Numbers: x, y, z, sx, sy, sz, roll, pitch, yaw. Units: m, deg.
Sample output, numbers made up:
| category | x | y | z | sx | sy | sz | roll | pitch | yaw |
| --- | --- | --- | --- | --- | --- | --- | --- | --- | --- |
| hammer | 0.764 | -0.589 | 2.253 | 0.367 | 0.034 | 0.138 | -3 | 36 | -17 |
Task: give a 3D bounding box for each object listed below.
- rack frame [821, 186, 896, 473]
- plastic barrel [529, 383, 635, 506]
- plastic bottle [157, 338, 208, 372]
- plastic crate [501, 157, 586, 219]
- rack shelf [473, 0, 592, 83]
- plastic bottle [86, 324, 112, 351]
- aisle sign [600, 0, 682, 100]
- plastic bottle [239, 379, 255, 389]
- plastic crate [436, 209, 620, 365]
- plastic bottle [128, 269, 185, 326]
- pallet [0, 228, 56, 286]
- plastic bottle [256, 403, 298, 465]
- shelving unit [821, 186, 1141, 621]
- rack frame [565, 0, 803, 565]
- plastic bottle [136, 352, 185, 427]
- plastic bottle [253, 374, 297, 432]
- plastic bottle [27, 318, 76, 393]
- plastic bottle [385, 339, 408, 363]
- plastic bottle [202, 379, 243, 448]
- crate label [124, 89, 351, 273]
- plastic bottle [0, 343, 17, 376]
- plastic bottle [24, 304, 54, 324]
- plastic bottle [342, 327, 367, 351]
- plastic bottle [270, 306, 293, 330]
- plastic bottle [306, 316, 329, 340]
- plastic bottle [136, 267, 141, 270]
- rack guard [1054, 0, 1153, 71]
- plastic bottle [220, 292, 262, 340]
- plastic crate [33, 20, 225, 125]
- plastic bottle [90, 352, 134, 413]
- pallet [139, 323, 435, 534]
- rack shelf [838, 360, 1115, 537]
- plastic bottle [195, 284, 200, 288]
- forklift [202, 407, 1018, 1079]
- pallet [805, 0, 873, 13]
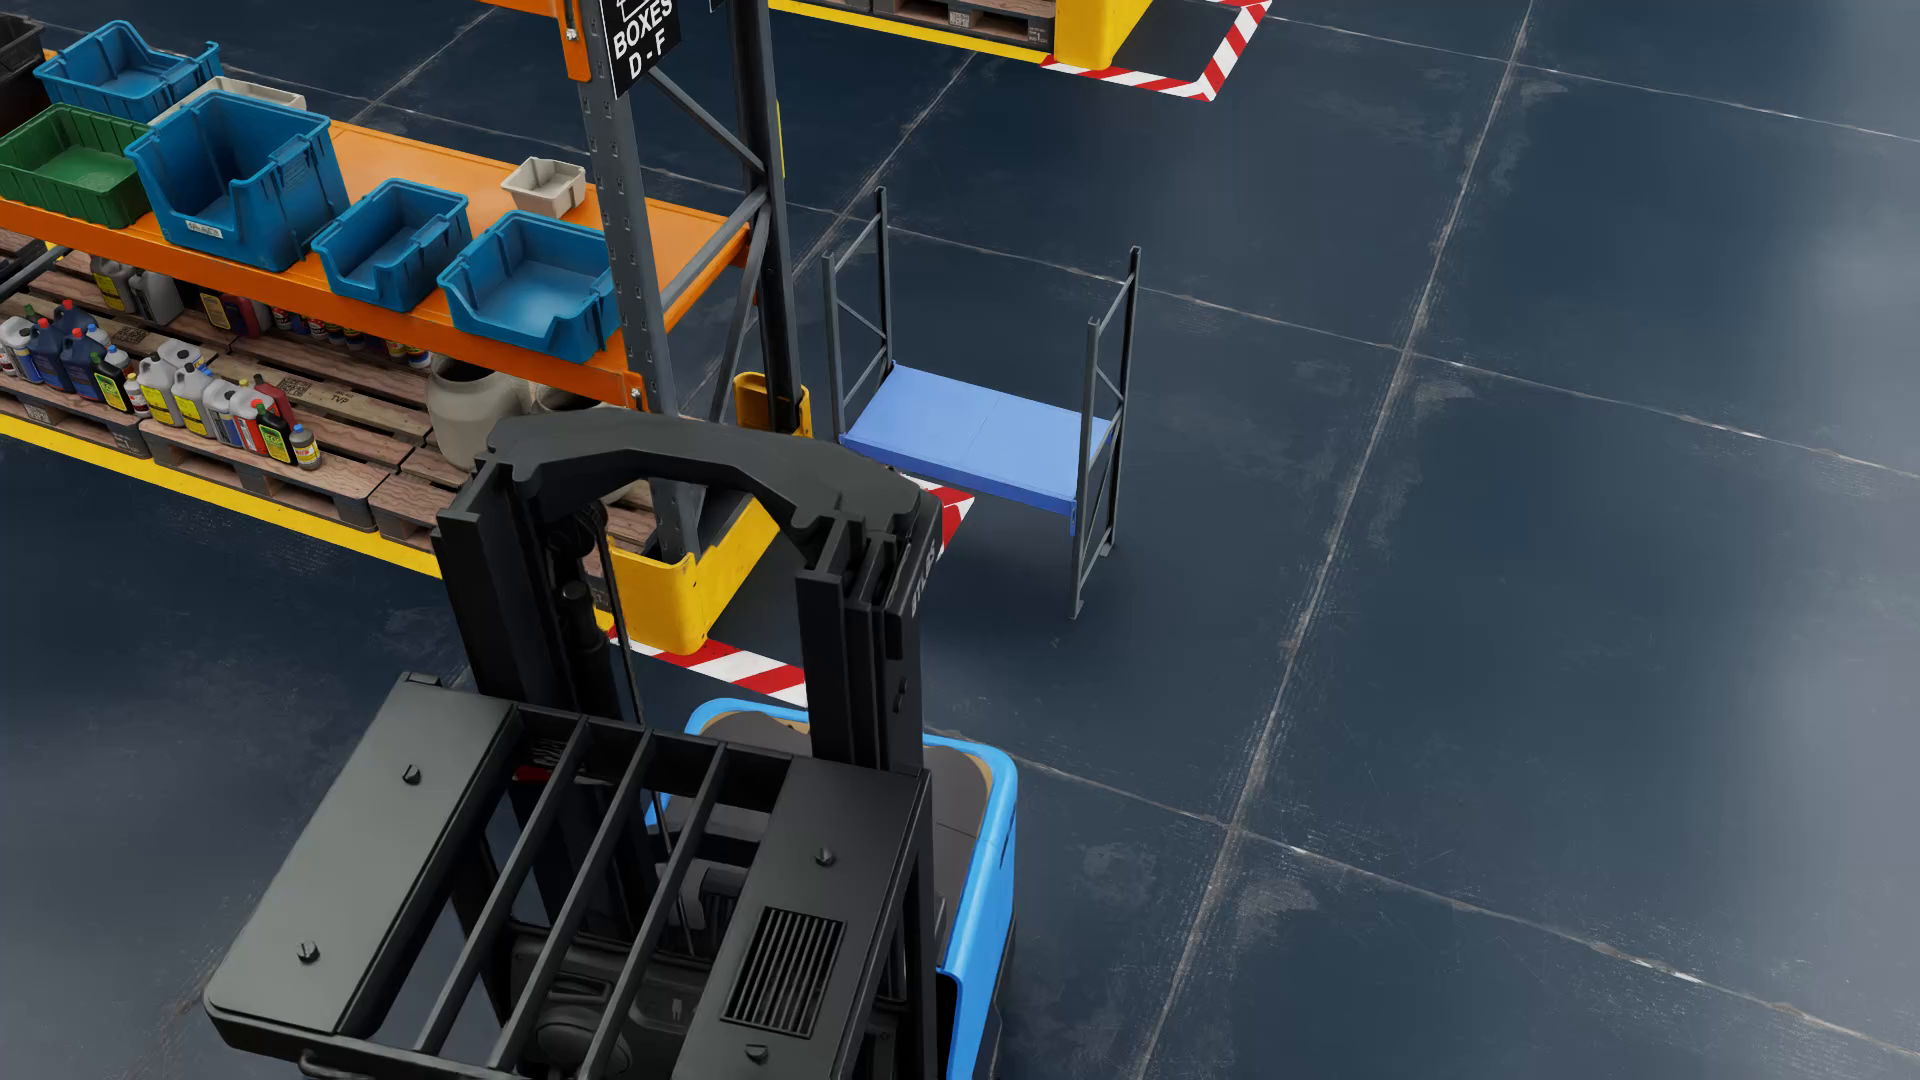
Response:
| category | x | y | z | sx | sy | sz | roll | pitch | yaw |
| --- | --- | --- | --- | --- | --- | --- | --- | --- | --- |
| rack frame | -0.390 | -0.647 | 6.675 | 0.032 | 1.500 | 0.500 | 16 | 47 | 16 |
| plastic barrel | -1.548 | -0.421 | 6.851 | 0.421 | 0.512 | 0.421 | 0 | 45 | 0 |
| plastic bottle | -3.417 | -0.749 | 7.334 | 0.135 | 0.276 | 0.152 | 16 | 47 | 16 |
| plastic crate | -1.613 | -1.384 | 6.540 | 0.250 | 0.136 | 0.298 | 16 | 47 | 16 |
| rack shelf | -2.757 | -2.376 | 5.734 | 4.000 | 0.370 | 1.077 | 16 | 47 | 16 |
| plastic bottle | -3.837 | -0.850 | 7.439 | 0.097 | 0.271 | 0.097 | 0 | 45 | 0 |
| aisle sign | -0.959 | -1.733 | 4.861 | 0.004 | 0.787 | 0.394 | 16 | 47 | 16 |
| plastic bottle | -3.094 | -0.612 | 7.250 | 0.097 | 0.201 | 0.097 | 0 | 45 | 0 |
| plastic crate | -1.488 | -0.913 | 5.985 | 0.616 | 0.251 | 0.499 | 16 | 47 | 16 |
| plastic bottle | -3.754 | -1.159 | 7.746 | 0.135 | 0.276 | 0.152 | 16 | 47 | 16 |
| pallet | -5.343 | -1.310 | 8.256 | 1.213 | 0.211 | 1.003 | 16 | 47 | 16 |
| plastic bottle | -2.890 | -0.451 | 7.029 | 0.133 | 0.283 | 0.061 | 17 | 47 | 17 |
| shelving unit | 0.079 | -0.509 | 6.537 | 1.048 | 1.500 | 0.538 | 16 | 47 | 16 |
| rack frame | -0.911 | -1.025 | 5.992 | 0.127 | 3.000 | 1.000 | 16 | 47 | 16 |
| plastic bottle | -3.451 | -0.672 | 7.204 | 0.185 | 0.351 | 0.144 | 16 | 47 | 16 |
| plastic bottle | -2.957 | -0.587 | 7.166 | 0.133 | 0.283 | 0.061 | 16 | 47 | 16 |
| plastic bottle | -4.018 | -0.839 | 7.371 | 0.185 | 0.351 | 0.144 | 18 | 47 | 17 |
| plastic bottle | -2.560 | -0.912 | 7.551 | 0.097 | 0.201 | 0.097 | 0 | 45 | 0 |
| plastic bottle | -3.125 | -0.552 | 7.137 | 0.135 | 0.276 | 0.152 | 15 | 47 | 15 |
| crate label | -2.714 | -1.361 | 6.305 | 0.616 | 0.435 | 0.502 | 16 | 47 | 16 |
| plastic bottle | -4.290 | -0.848 | 7.486 | 0.097 | 0.201 | 0.097 | 0 | 45 | 0 |
| plastic bottle | -4.128 | -0.932 | 7.512 | 0.133 | 0.283 | 0.061 | 16 | 47 | 16 |
| plastic bottle | -2.781 | -1.002 | 7.592 | 0.097 | 0.271 | 0.097 | 0 | 45 | 0 |
| plastic bottle | -3.154 | -1.087 | 7.727 | 0.097 | 0.201 | 0.097 | 0 | 45 | 0 |
| plastic bottle | -2.965 | -1.031 | 7.671 | 0.097 | 0.201 | 0.097 | 0 | 45 | 0 |
| plastic bottle | -3.898 | -1.341 | 7.876 | 0.185 | 0.351 | 0.144 | 15 | 47 | 15 |
| rack guard | 0.925 | -3.383 | 10.135 | 0.348 | 0.500 | 1.175 | 16 | 47 | 16 |
| plastic bottle | -3.314 | -1.061 | 7.642 | 0.133 | 0.283 | 0.061 | 16 | 47 | 16 |
| plastic crate | -3.477 | -1.934 | 7.012 | 0.616 | 0.251 | 0.499 | 16 | 47 | 16 |
| plastic bottle | -3.707 | -0.691 | 7.271 | 0.133 | 0.283 | 0.061 | 18 | 48 | 18 |
| pallet | -2.869 | -0.583 | 7.525 | 1.213 | 0.211 | 1.003 | 16 | 47 | 16 |
| rack shelf | 0.079 | -0.381 | 6.663 | 1.000 | 0.185 | 0.538 | 16 | 47 | 16 |
| plastic bottle | -3.554 | -1.247 | 7.830 | 0.133 | 0.283 | 0.061 | 19 | 48 | 18 |
| forklift | -0.650 | 1.283 | 3.722 | 1.130 | 2.935 | 3.031 | 9 | 46 | 9 |
| pallet | -0.933 | -3.857 | 10.816 | 1.213 | 0.211 | 1.003 | 16 | 47 | 16 |
